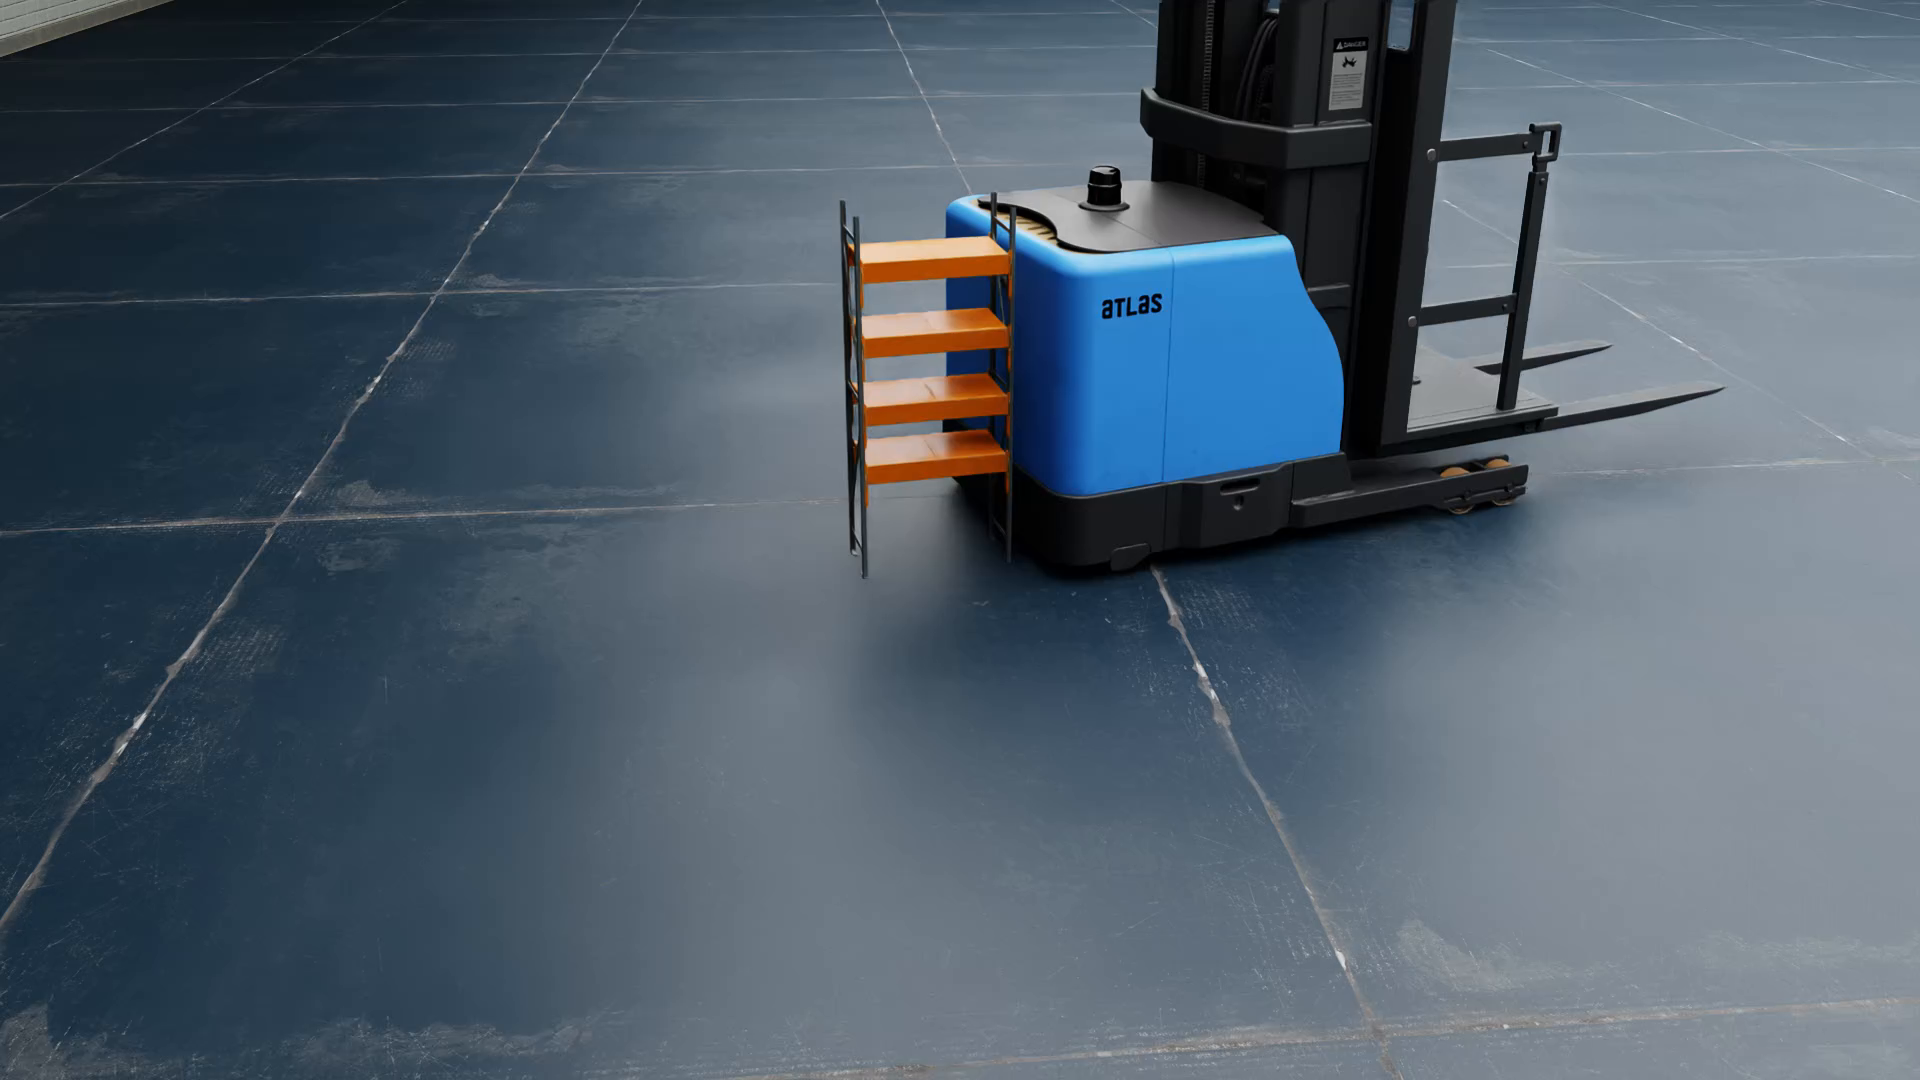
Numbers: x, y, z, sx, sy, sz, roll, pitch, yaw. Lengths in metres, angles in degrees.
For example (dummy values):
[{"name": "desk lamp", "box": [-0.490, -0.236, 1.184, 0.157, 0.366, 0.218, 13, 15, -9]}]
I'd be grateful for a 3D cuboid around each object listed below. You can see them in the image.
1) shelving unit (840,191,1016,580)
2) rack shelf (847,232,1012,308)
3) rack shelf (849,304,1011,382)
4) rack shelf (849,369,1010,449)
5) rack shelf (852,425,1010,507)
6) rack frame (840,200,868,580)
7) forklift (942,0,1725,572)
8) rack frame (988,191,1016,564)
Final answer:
[{"name": "shelving unit", "box": [-0.102, -0.490, 5.375, 0.503, 1.200, 0.258, -6, 25, -13]}, {"name": "rack shelf", "box": [-0.102, -0.849, 5.216, 0.480, 0.148, 0.258, -6, 25, -13]}, {"name": "rack shelf", "box": [-0.102, -0.633, 5.312, 0.480, 0.148, 0.258, -6, 25, -13]}, {"name": "rack shelf", "box": [-0.102, -0.429, 5.402, 0.480, 0.148, 0.258, -6, 25, -13]}, {"name": "rack shelf", "box": [-0.102, -0.247, 5.483, 0.480, 0.148, 0.258, -6, 25, -13]}, {"name": "rack frame", "box": [-0.338, -0.465, 5.320, 0.015, 1.200, 0.240, -6, 25, -13]}, {"name": "forklift", "box": [1.499, -1.616, 5.778, 3.031, 2.935, 1.130, -10, 26, -22]}, {"name": "rack frame", "box": [0.135, -0.515, 5.430, 0.015, 1.200, 0.240, -6, 25, -13]}]
